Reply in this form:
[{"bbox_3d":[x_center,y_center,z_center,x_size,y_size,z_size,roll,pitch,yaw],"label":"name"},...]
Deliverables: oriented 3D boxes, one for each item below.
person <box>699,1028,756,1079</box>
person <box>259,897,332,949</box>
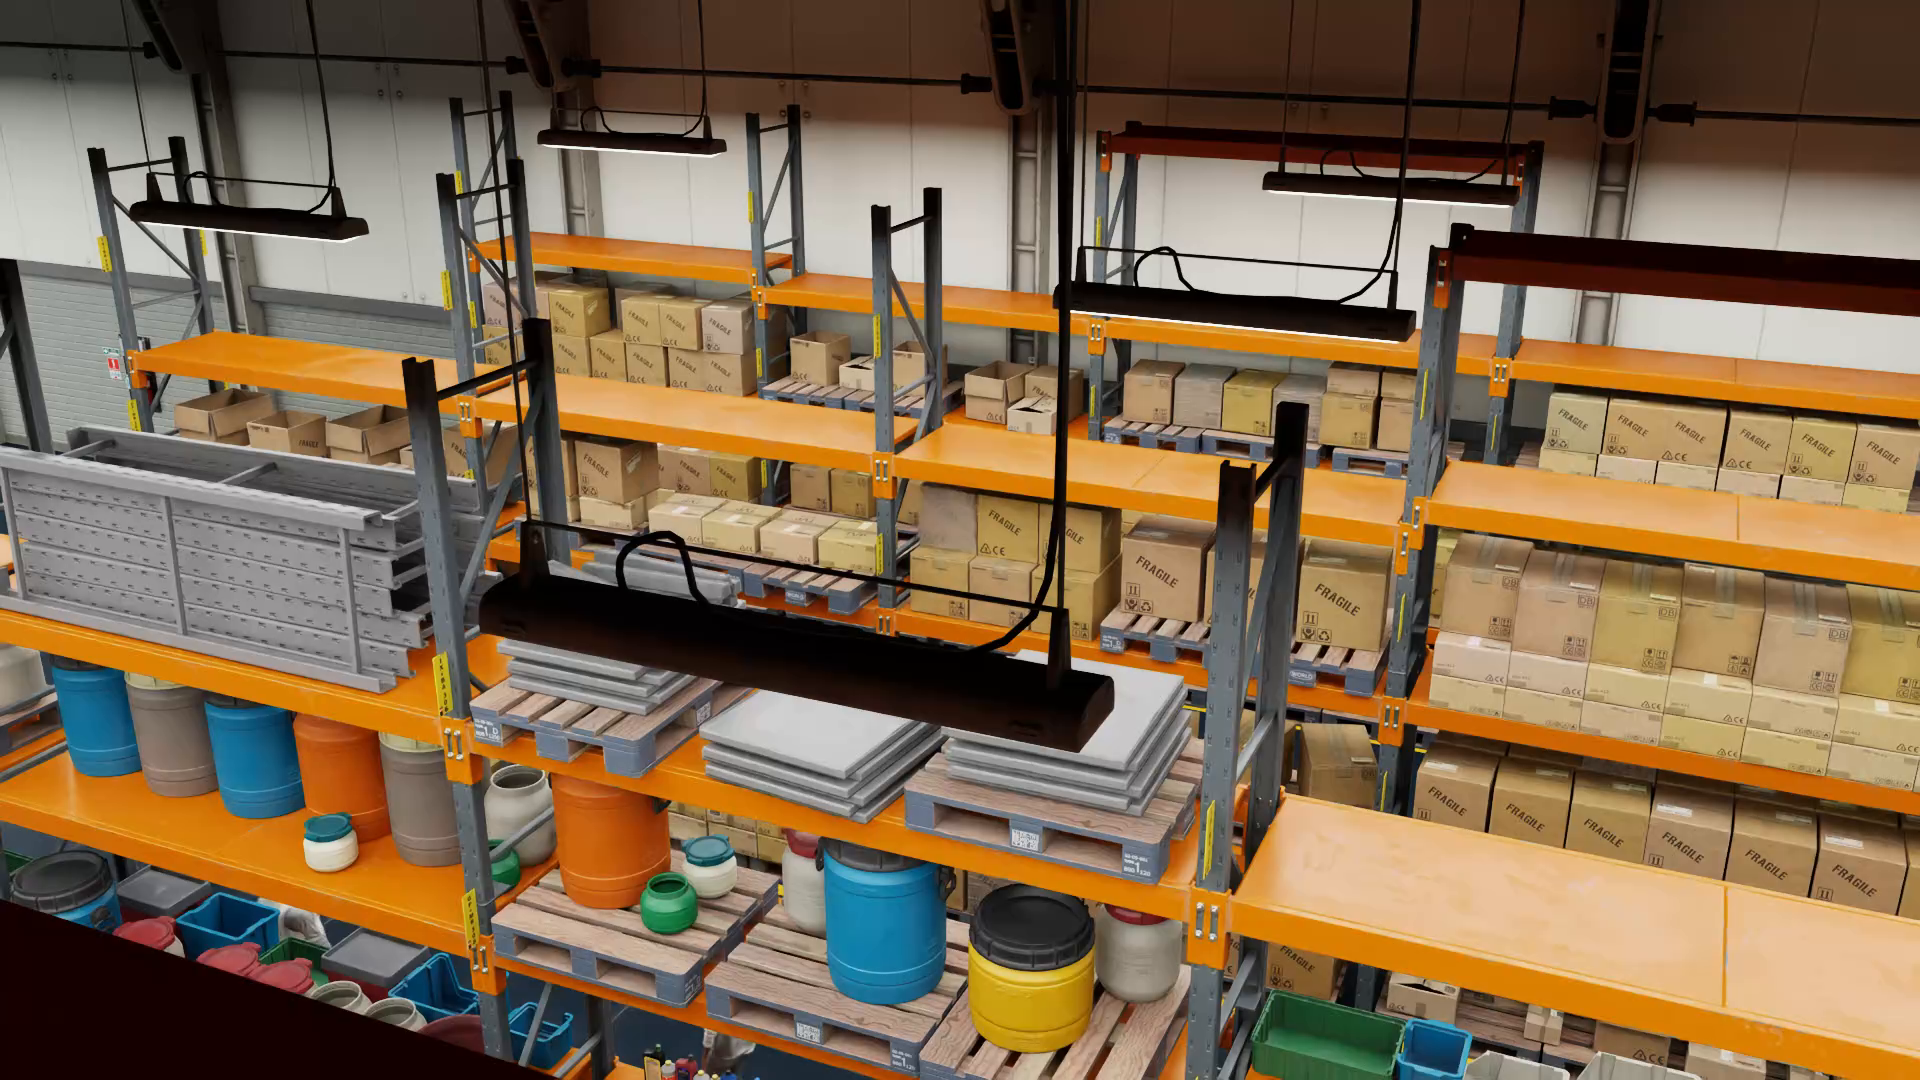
[{"bbox_3d":[-1.533,3.449,11.279,0.455,1.579,0.497,19,28,41],"label":"person"},{"bbox_3d":[-4.838,3.050,12.113,0.543,1.717,1.057,13,24,31],"label":"person"}]
